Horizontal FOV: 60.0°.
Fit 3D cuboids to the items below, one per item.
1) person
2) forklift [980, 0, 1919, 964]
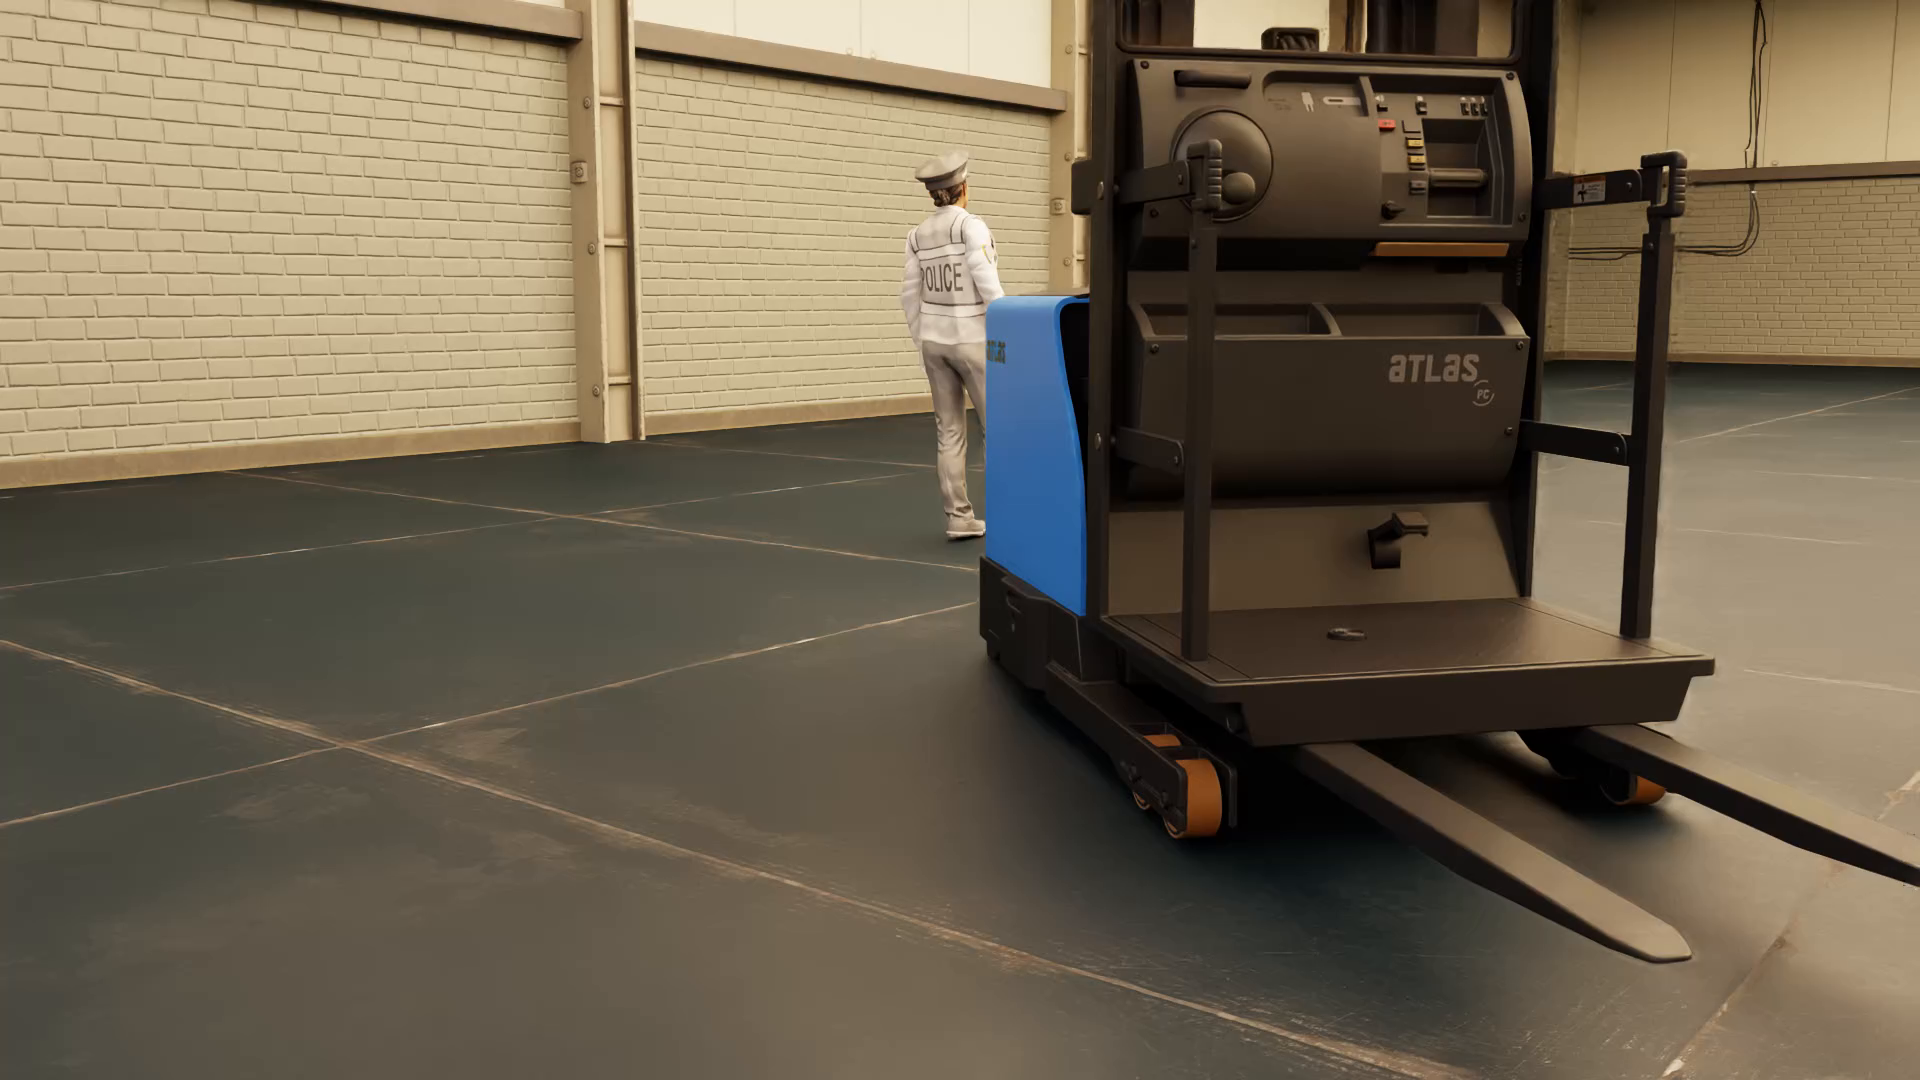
[{"bbox_3d":[0.049,-0.853,7.330,0.586,1.694,0.530,7,11,38],"label":"person"},{"bbox_3d":[0.887,-0.911,3.507,1.130,2.935,3.031,-2,9,-13],"label":"forklift"}]
